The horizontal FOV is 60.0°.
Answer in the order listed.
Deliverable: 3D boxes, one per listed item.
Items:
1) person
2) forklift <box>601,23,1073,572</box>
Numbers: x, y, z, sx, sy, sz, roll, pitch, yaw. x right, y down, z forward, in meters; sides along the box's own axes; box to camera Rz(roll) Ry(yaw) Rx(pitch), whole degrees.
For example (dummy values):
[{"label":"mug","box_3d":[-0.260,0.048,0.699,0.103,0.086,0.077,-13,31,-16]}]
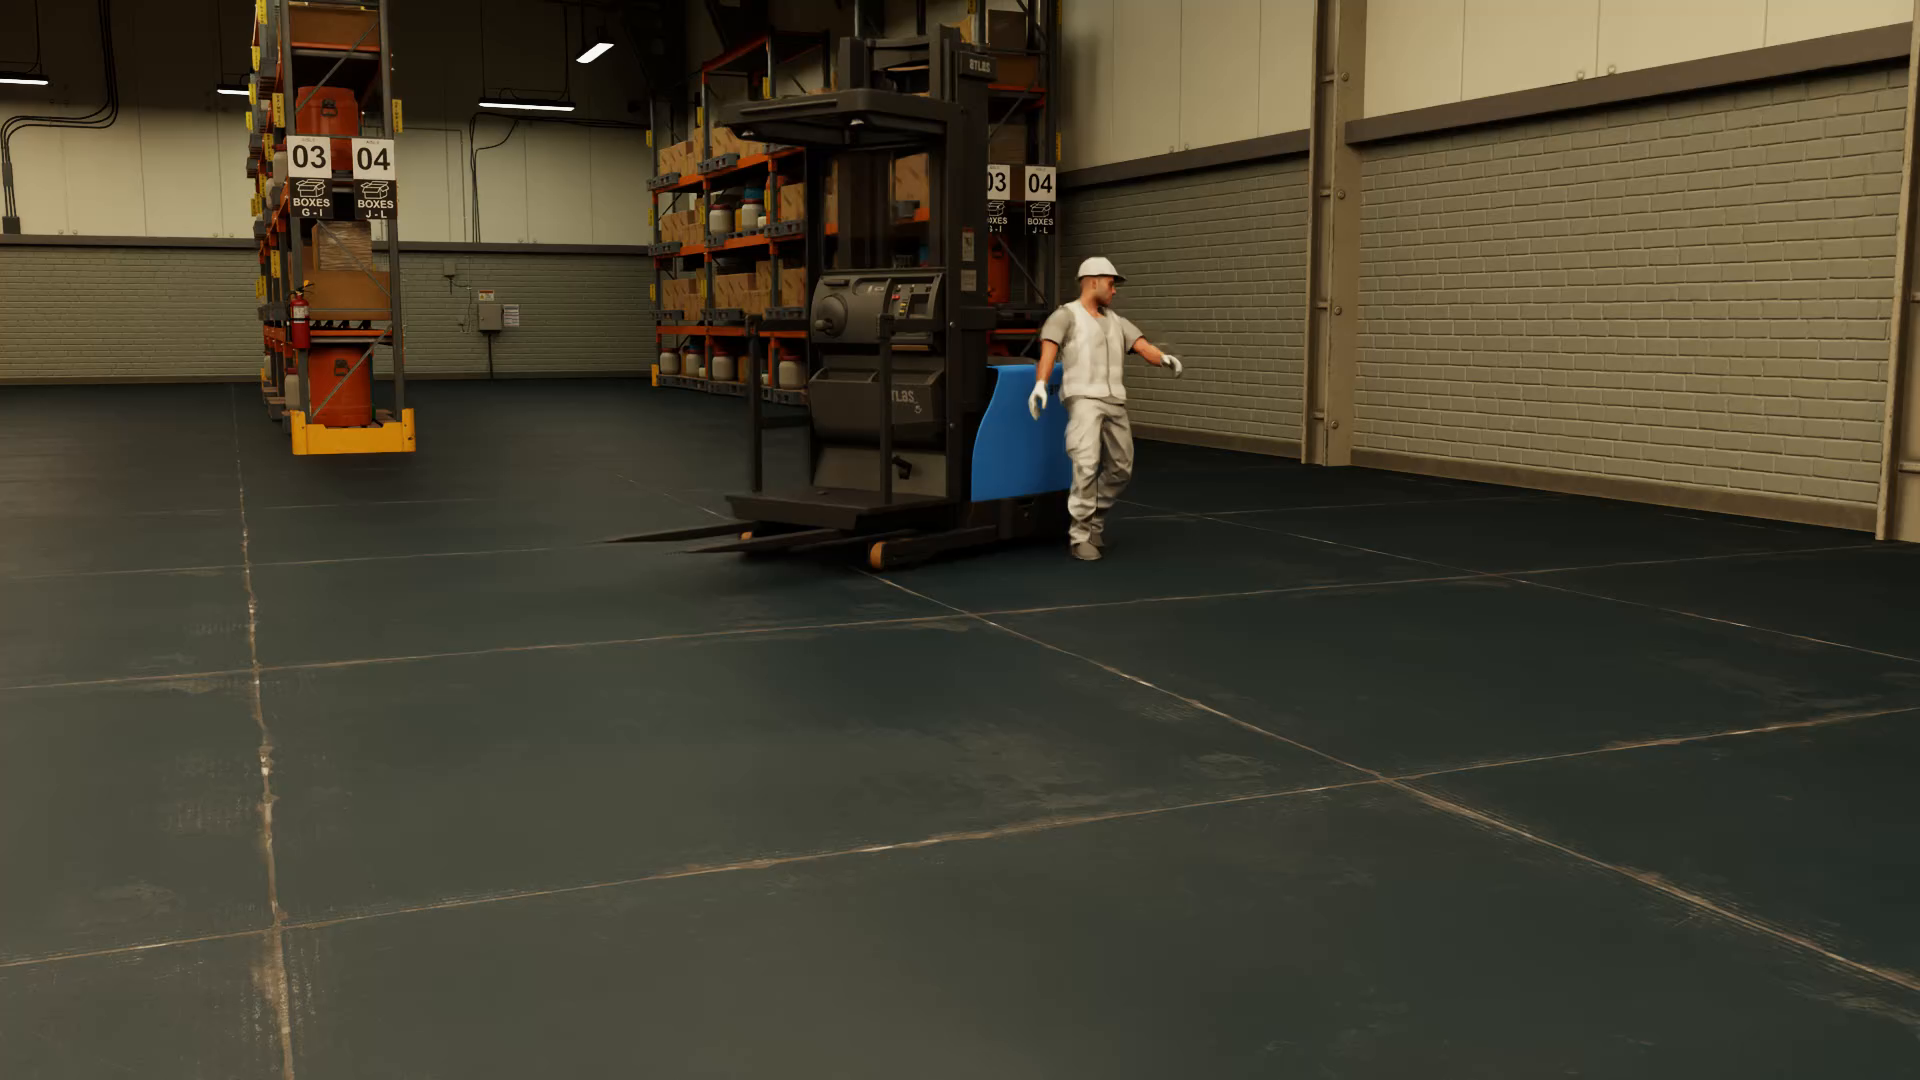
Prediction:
[{"label":"person","box_3d":[0.750,-0.738,9.426,0.848,1.729,0.894,-6,10,-39]},{"label":"forklift","box_3d":[-0.609,-1.356,9.224,1.130,2.935,3.031,6,10,39]}]
